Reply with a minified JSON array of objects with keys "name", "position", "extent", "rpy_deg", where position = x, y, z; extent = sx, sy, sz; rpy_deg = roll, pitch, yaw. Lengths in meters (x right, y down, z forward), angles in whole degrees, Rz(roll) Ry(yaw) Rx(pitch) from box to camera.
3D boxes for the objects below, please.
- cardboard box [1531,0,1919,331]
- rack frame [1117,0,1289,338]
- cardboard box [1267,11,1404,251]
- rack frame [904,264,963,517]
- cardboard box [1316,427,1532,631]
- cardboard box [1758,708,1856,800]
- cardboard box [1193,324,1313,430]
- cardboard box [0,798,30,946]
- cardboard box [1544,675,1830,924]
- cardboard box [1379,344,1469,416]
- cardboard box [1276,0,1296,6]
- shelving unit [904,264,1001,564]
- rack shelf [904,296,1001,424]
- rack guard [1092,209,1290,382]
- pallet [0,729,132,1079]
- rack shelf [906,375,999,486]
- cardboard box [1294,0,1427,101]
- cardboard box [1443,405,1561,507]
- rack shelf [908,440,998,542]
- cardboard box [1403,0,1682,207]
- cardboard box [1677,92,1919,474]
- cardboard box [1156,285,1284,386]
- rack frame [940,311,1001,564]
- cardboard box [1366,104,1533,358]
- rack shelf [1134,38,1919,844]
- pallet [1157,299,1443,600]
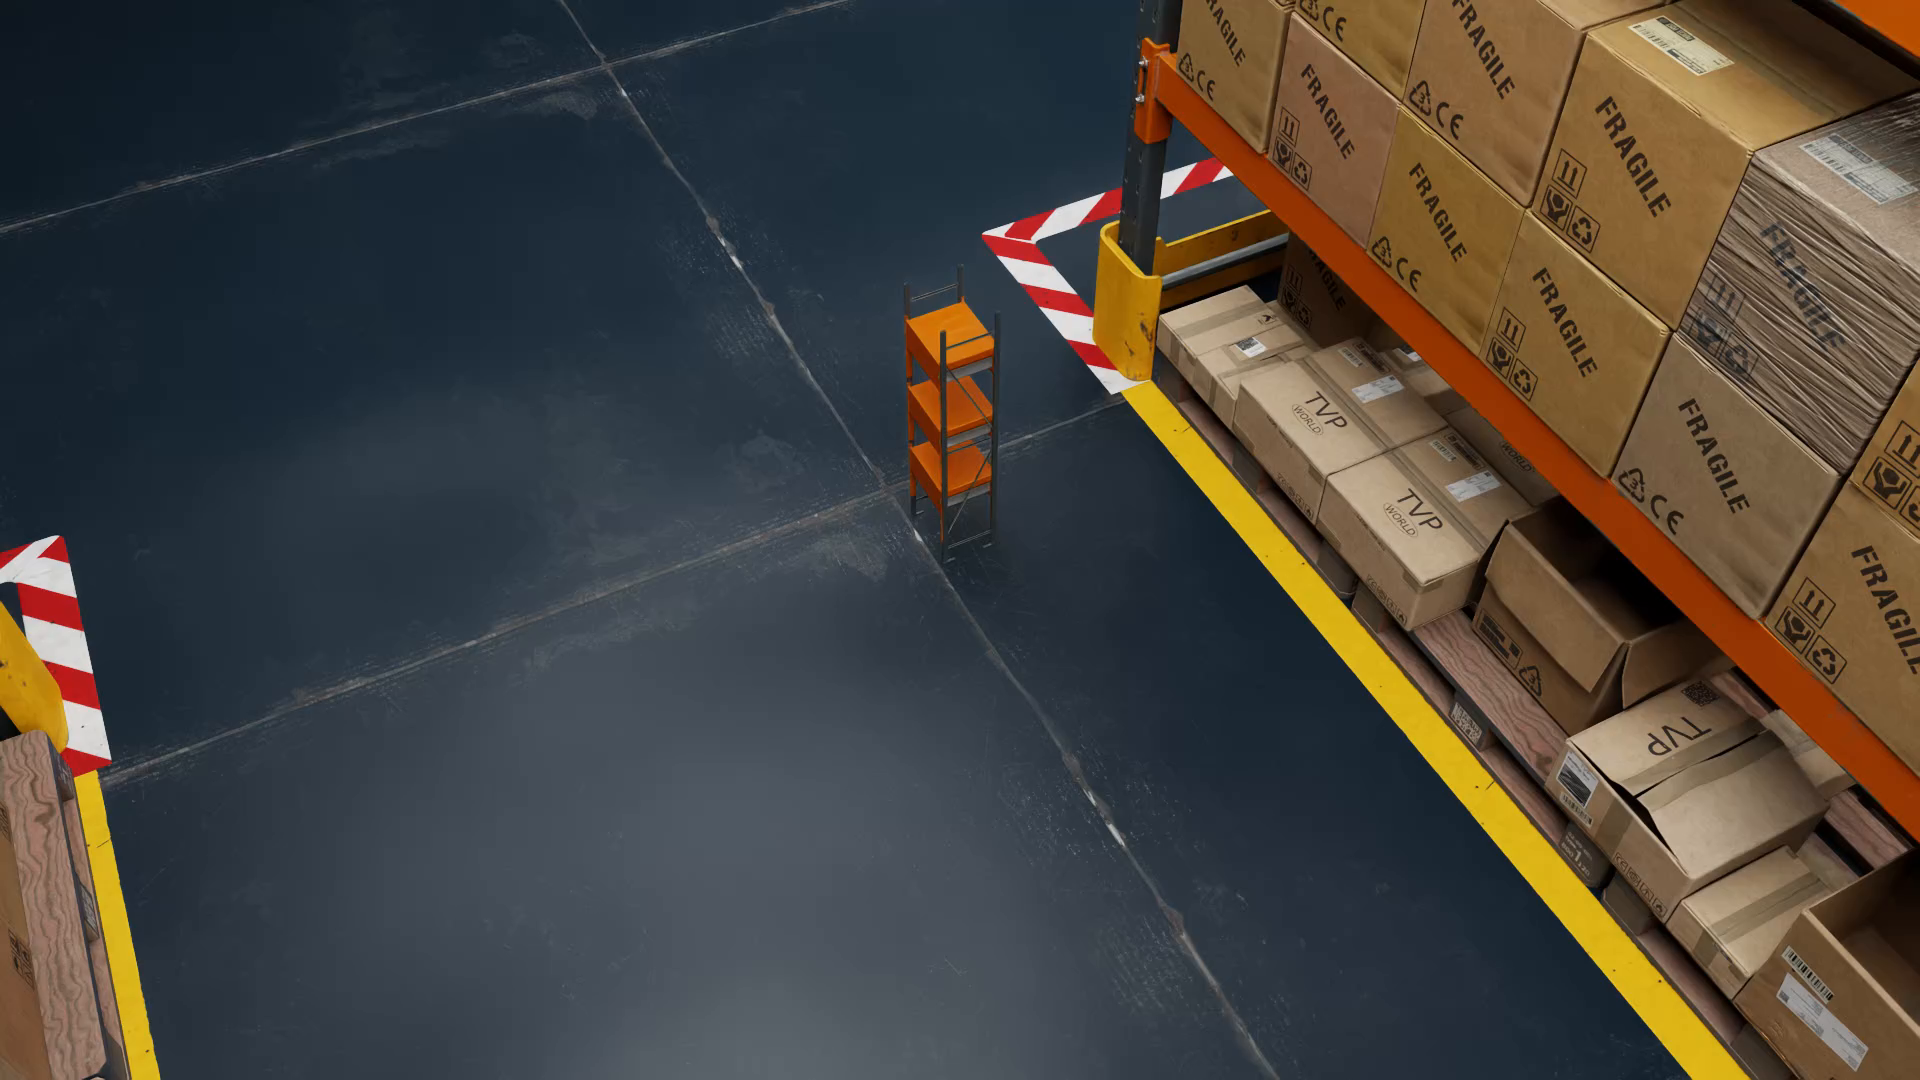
[{"name":"cardboard box","position":[1.724,-0.885,3.801],"extent":[0.500,0.500,0.500],"rpy_deg":[-22,52,-18]},{"name":"rack frame","position":[1.052,-1.935,5.449],"extent":[1.000,3.000,0.127],"rpy_deg":[-21,52,-18]},{"name":"cardboard box","position":[1.261,-1.236,4.772],"extent":[0.500,0.500,0.500],"rpy_deg":[-22,52,-18]},{"name":"rack frame","position":[-0.080,-0.463,5.458],"extent":[0.200,1.050,0.008],"rpy_deg":[-21,52,-18]},{"name":"cardboard box","position":[1.506,-0.043,5.329],"extent":[0.500,0.250,0.500],"rpy_deg":[-21,52,-18]},{"name":"cardboard box","position":[2.478,0.600,4.823],"extent":[0.380,0.166,0.250],"rpy_deg":[-21,52,-18]},{"name":"cardboard box","position":[1.052,-0.581,5.855],"extent":[0.380,0.166,0.250],"rpy_deg":[-21,52,-18]},{"name":"cardboard box","position":[-2.942,0.893,4.358],"extent":[0.700,0.500,0.500],"rpy_deg":[-21,52,-18]},{"name":"cardboard box","position":[2.026,0.697,4.641],"extent":[0.500,0.311,0.500],"rpy_deg":[-21,52,-18]},{"name":"cardboard box","position":[1.625,-0.565,5.842],"extent":[0.380,0.166,0.250],"rpy_deg":[-21,52,-18]},{"name":"cardboard box","position":[1.021,-1.909,4.696],"extent":[0.500,0.500,0.500],"rpy_deg":[-20,52,-16]},{"name":"shelving unit","position":[-0.024,-0.381,5.386],"extent":[0.215,1.050,0.252],"rpy_deg":[-21,52,-18]},{"name":"rack shelf","position":[-0.024,-0.561,5.181],"extent":[0.215,0.259,0.240],"rpy_deg":[-21,52,-18]},{"name":"rack guard","position":[1.087,-1.061,6.346],"extent":[1.175,0.500,0.348],"rpy_deg":[-21,52,-18]},{"name":"pallet","position":[-2.915,1.200,4.560],"extent":[1.003,0.211,1.213],"rpy_deg":[-21,52,-18]},{"name":"rack shelf","position":[-0.024,-0.374,5.394],"extent":[0.215,0.259,0.240],"rpy_deg":[-21,52,-18]},{"name":"cardboard box","position":[1.267,-1.562,4.392],"extent":[0.500,0.500,0.500],"rpy_deg":[-21,52,-17]},{"name":"cardboard box","position":[1.928,-0.249,5.509],"extent":[0.500,0.250,0.500],"rpy_deg":[-21,52,-18]},{"name":"rack shelf","position":[-0.024,-0.192,5.603],"extent":[0.215,0.259,0.240],"rpy_deg":[-21,52,-18]},{"name":"cardboard box","position":[1.491,-1.225,4.098],"extent":[0.500,0.500,0.500],"rpy_deg":[-21,52,-17]},{"name":"cardboard box","position":[1.953,-0.548,3.506],"extent":[0.500,0.500,0.500],"rpy_deg":[-21,52,-17]},{"name":"cardboard box","position":[0.938,-0.742,6.008],"extent":[0.380,0.149,0.250],"rpy_deg":[-21,52,-18]},{"name":"rack frame","position":[0.031,-0.300,5.315],"extent":[0.200,1.050,0.008],"rpy_deg":[-21,52,-18]},{"name":"cardboard box","position":[1.488,-0.899,4.477],"extent":[0.500,0.500,0.500],"rpy_deg":[-21,52,-18]},{"name":"rack shelf","position":[1.967,-0.359,4.549],"extent":[1.077,0.370,4.000],"rpy_deg":[-21,52,-18]},{"name":"pallet","position":[1.452,-0.432,5.988],"extent":[1.003,0.211,1.213],"rpy_deg":[-21,52,-18]}]
